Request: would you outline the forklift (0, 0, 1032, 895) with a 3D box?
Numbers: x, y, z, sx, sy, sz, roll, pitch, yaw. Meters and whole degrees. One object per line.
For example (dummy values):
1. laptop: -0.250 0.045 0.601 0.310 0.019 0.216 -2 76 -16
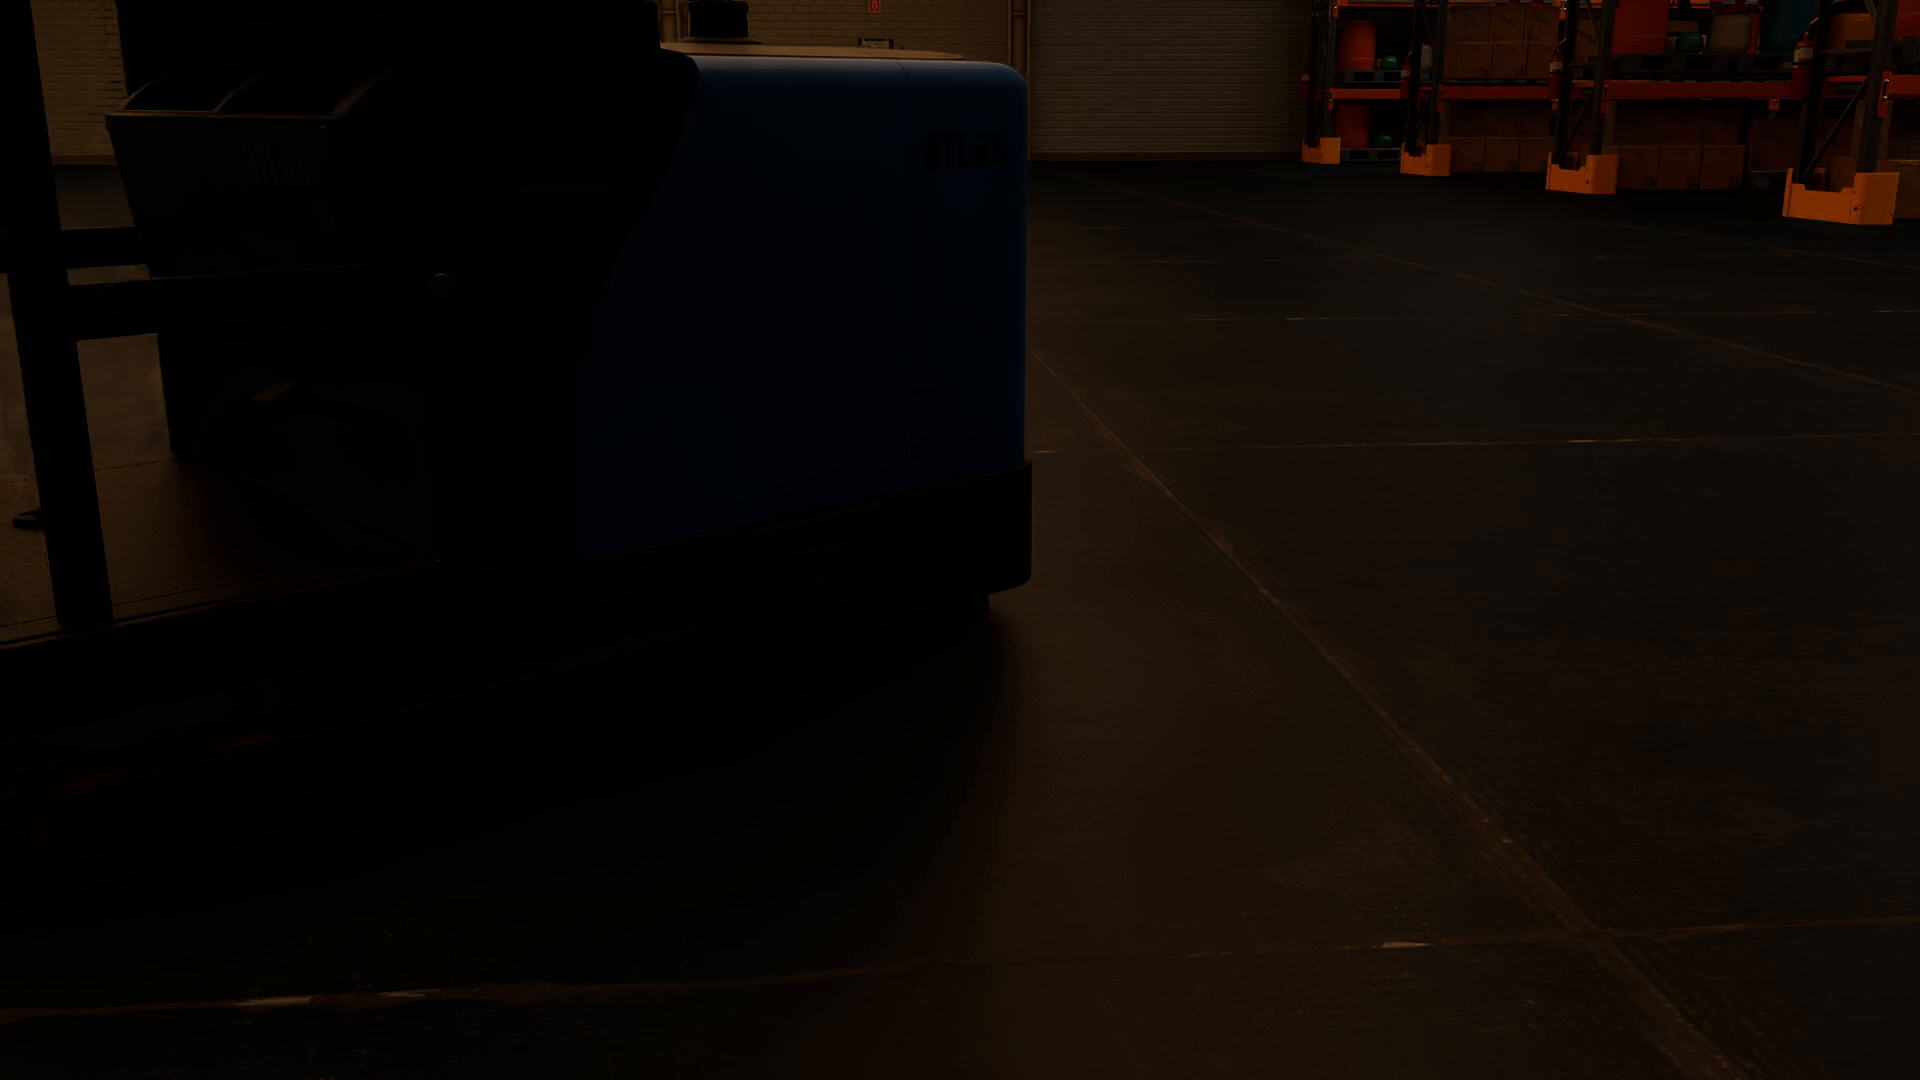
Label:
1. forklift: -1.268 -1.103 2.364 3.031 2.935 1.130 -14 20 -42
